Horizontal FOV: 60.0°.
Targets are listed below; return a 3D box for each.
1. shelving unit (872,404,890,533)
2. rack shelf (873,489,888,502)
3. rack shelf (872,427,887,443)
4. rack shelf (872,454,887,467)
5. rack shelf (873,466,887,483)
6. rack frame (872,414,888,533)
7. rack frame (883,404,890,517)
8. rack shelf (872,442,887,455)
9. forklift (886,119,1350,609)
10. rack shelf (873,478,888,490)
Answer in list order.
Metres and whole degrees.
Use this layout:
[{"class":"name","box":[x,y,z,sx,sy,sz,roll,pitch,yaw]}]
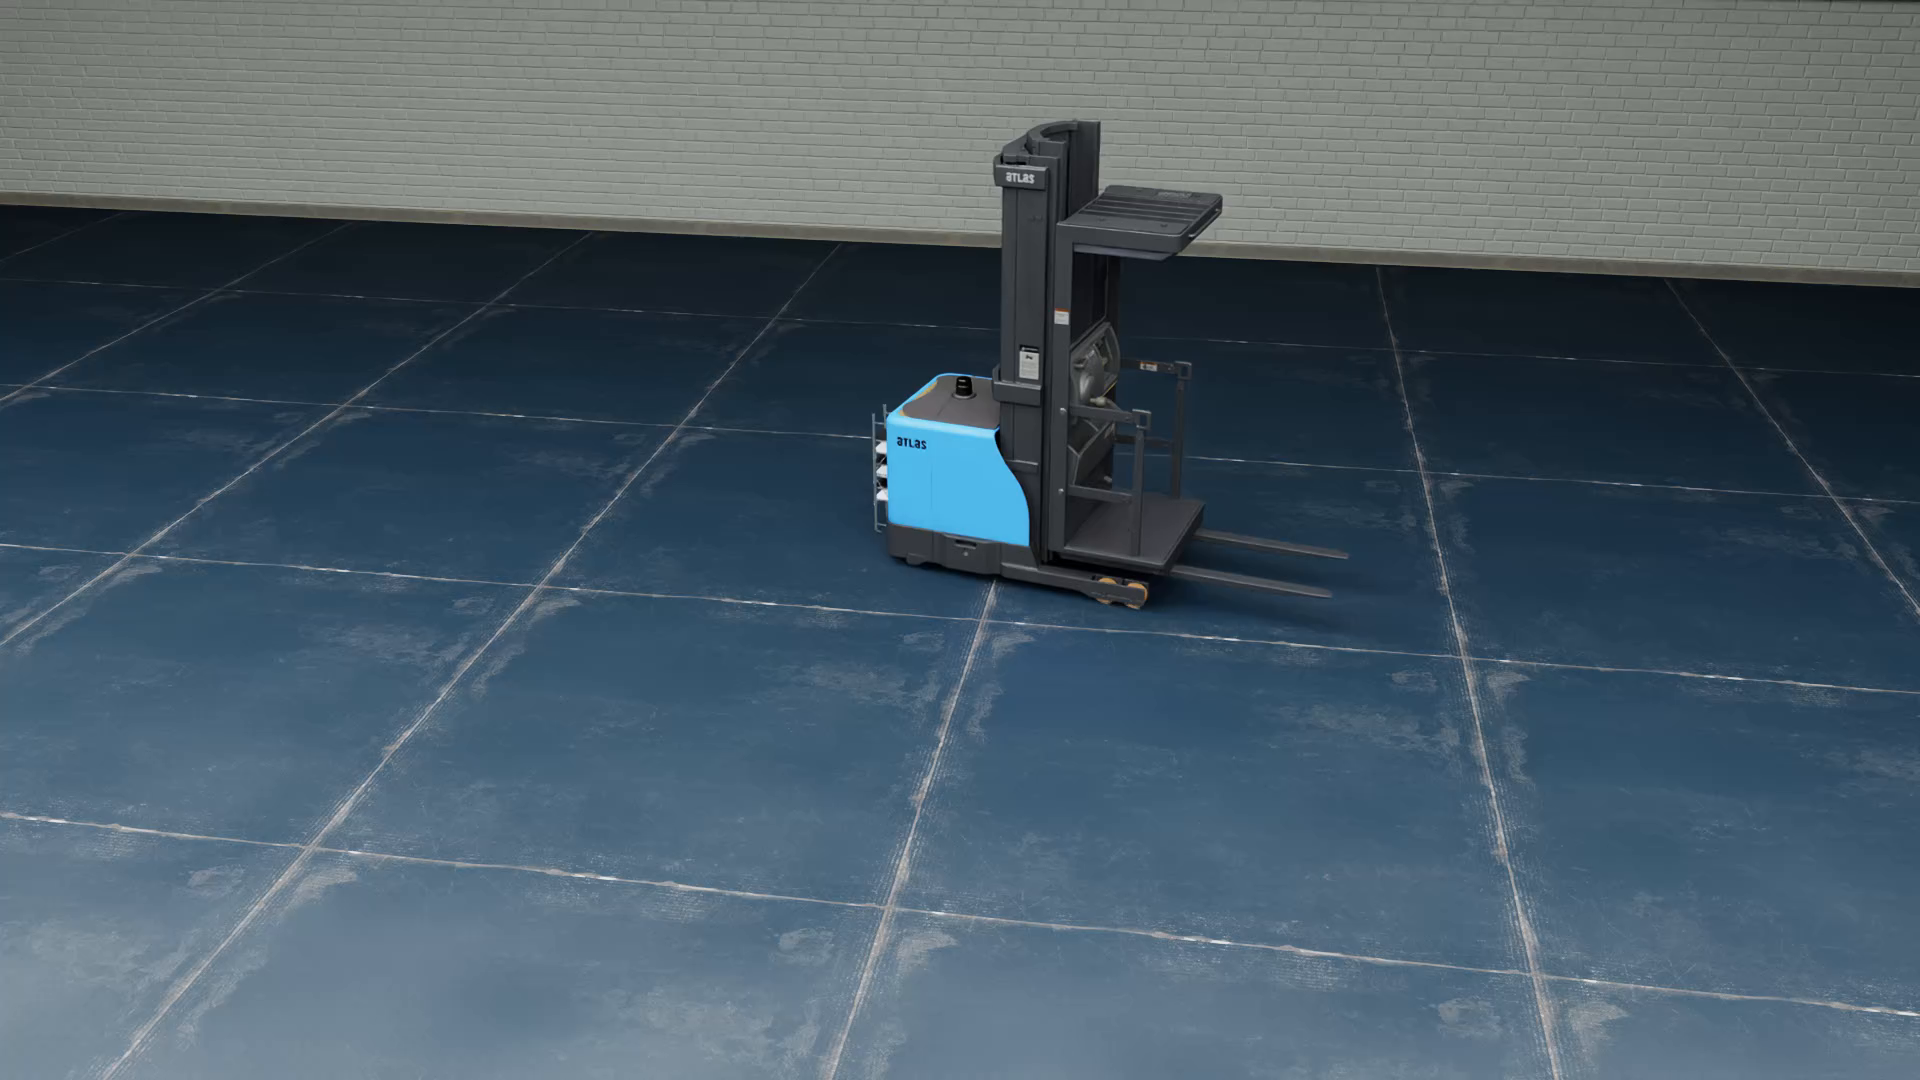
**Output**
[{"class":"shelving unit","box":[-0.462,-0.492,11.785,0.258,0.900,0.210,9,27,19]},{"class":"rack shelf","box":[-0.462,-0.299,11.875,0.258,0.077,0.200,9,27,19]},{"class":"rack shelf","box":[-0.462,-0.707,11.684,0.258,0.077,0.200,9,27,19]},{"class":"rack shelf","box":[-0.462,-0.544,11.761,0.258,0.077,0.200,9,27,19]},{"class":"rack shelf","box":[-0.462,-0.462,11.799,0.258,0.077,0.200,9,27,19]},{"class":"rack frame","box":[-0.498,-0.452,11.698,0.240,0.900,0.006,9,27,19]},{"class":"rack frame","box":[-0.427,-0.533,11.871,0.240,0.900,0.006,9,27,19]},{"class":"rack shelf","box":[-0.462,-0.625,11.722,0.258,0.077,0.200,9,27,19]},{"class":"forklift","box":[1.063,-1.135,10.762,3.031,2.935,1.130,10,27,20]},{"class":"rack shelf","box":[-0.462,-0.381,11.837,0.258,0.077,0.200,9,27,19]}]
